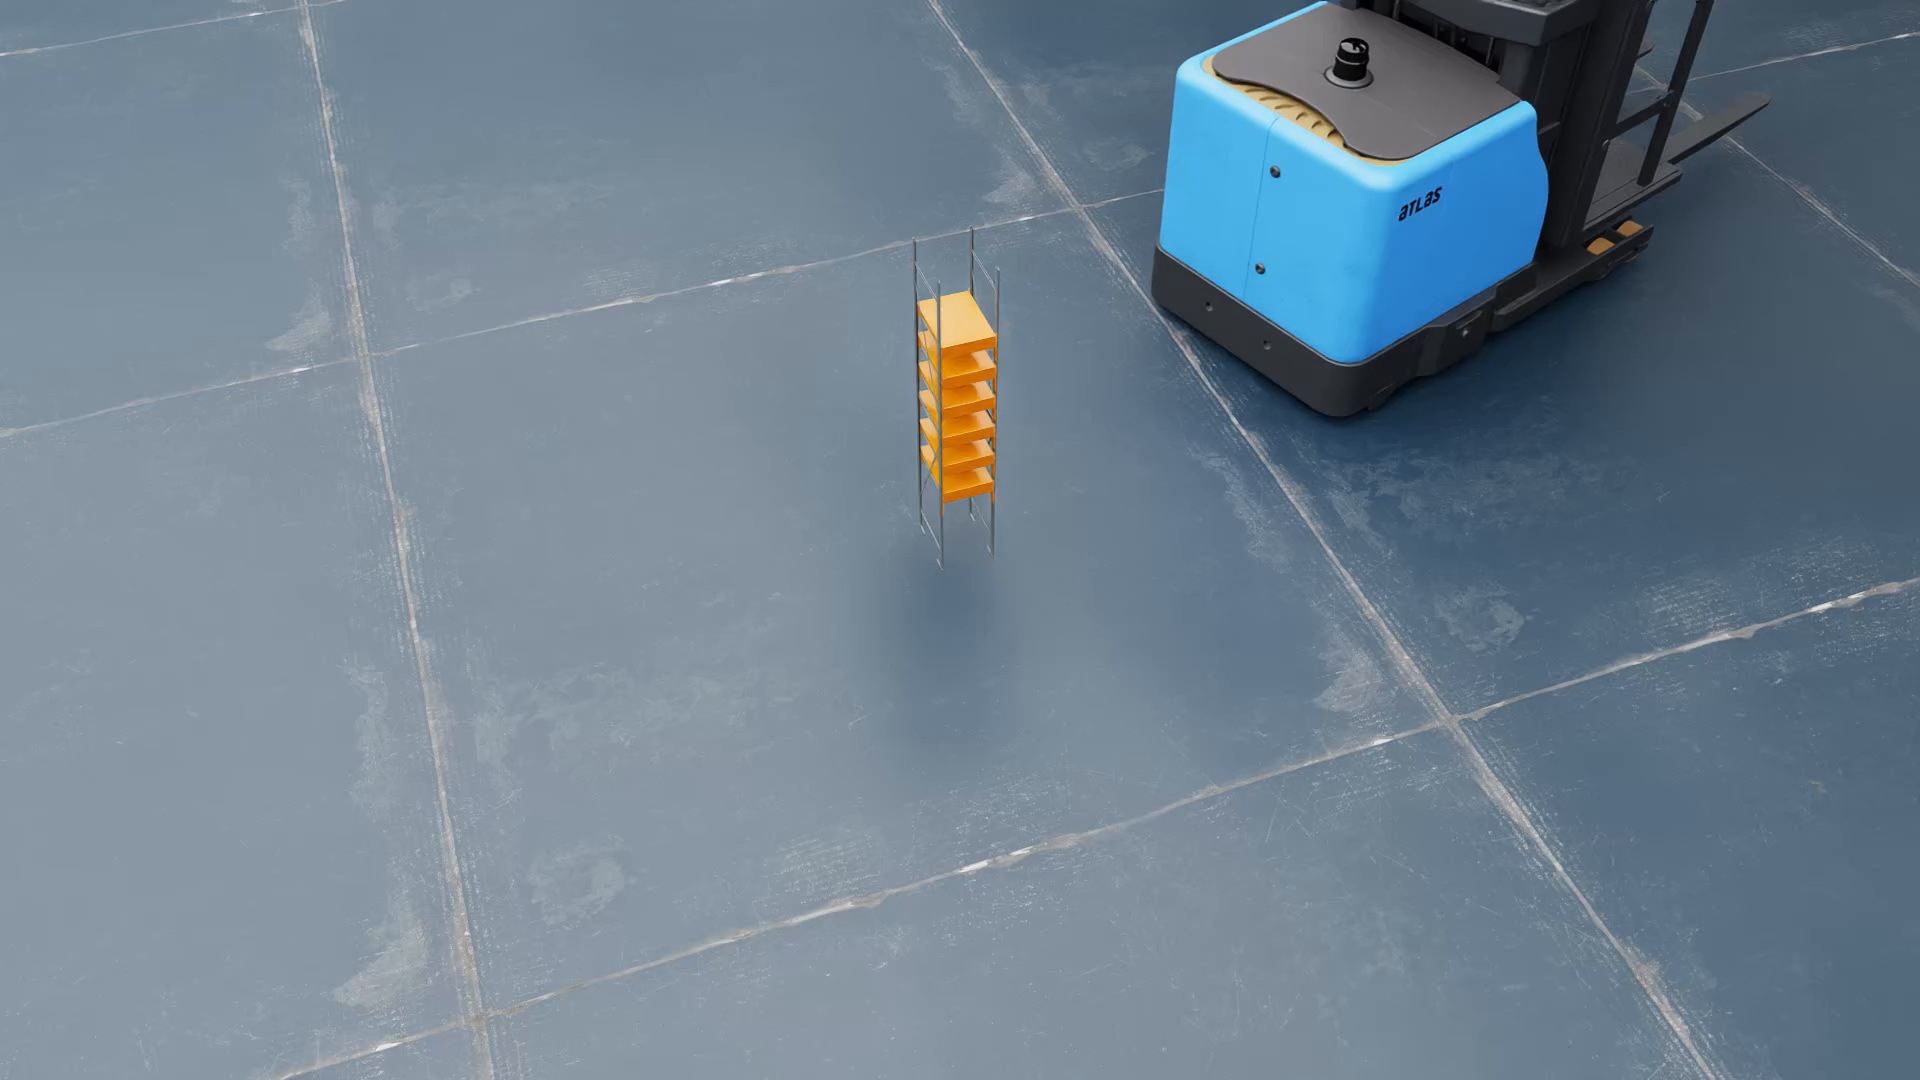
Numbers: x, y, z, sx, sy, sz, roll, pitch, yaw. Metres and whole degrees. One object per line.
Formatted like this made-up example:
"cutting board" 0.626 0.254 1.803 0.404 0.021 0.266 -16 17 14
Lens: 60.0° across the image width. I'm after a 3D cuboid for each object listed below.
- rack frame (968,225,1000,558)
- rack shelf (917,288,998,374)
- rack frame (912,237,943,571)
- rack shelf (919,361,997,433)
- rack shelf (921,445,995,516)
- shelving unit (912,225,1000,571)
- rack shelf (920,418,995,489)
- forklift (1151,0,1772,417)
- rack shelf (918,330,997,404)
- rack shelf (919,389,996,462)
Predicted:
"rack frame" 0.072 -0.442 5.343 0.006 1.200 0.240 -14 47 -14
"rack shelf" -0.014 -0.643 5.098 0.180 0.103 0.258 -14 47 -14
"rack frame" -0.100 -0.398 5.300 0.006 1.200 0.240 -14 47 -14
"rack shelf" -0.014 -0.473 5.268 0.180 0.103 0.258 -14 47 -14
"rack shelf" -0.014 -0.219 5.523 0.180 0.103 0.258 -14 47 -14
"shelving unit" -0.014 -0.420 5.322 0.189 1.200 0.258 -14 47 -14
"rack shelf" -0.014 -0.304 5.438 0.180 0.103 0.258 -14 47 -14
"forklift" 2.227 -2.365 6.038 3.031 2.935 1.130 -30 52 -26
"rack shelf" -0.014 -0.558 5.183 0.180 0.103 0.258 -14 47 -14
"rack shelf" -0.014 -0.389 5.353 0.180 0.103 0.258 -14 47 -14
